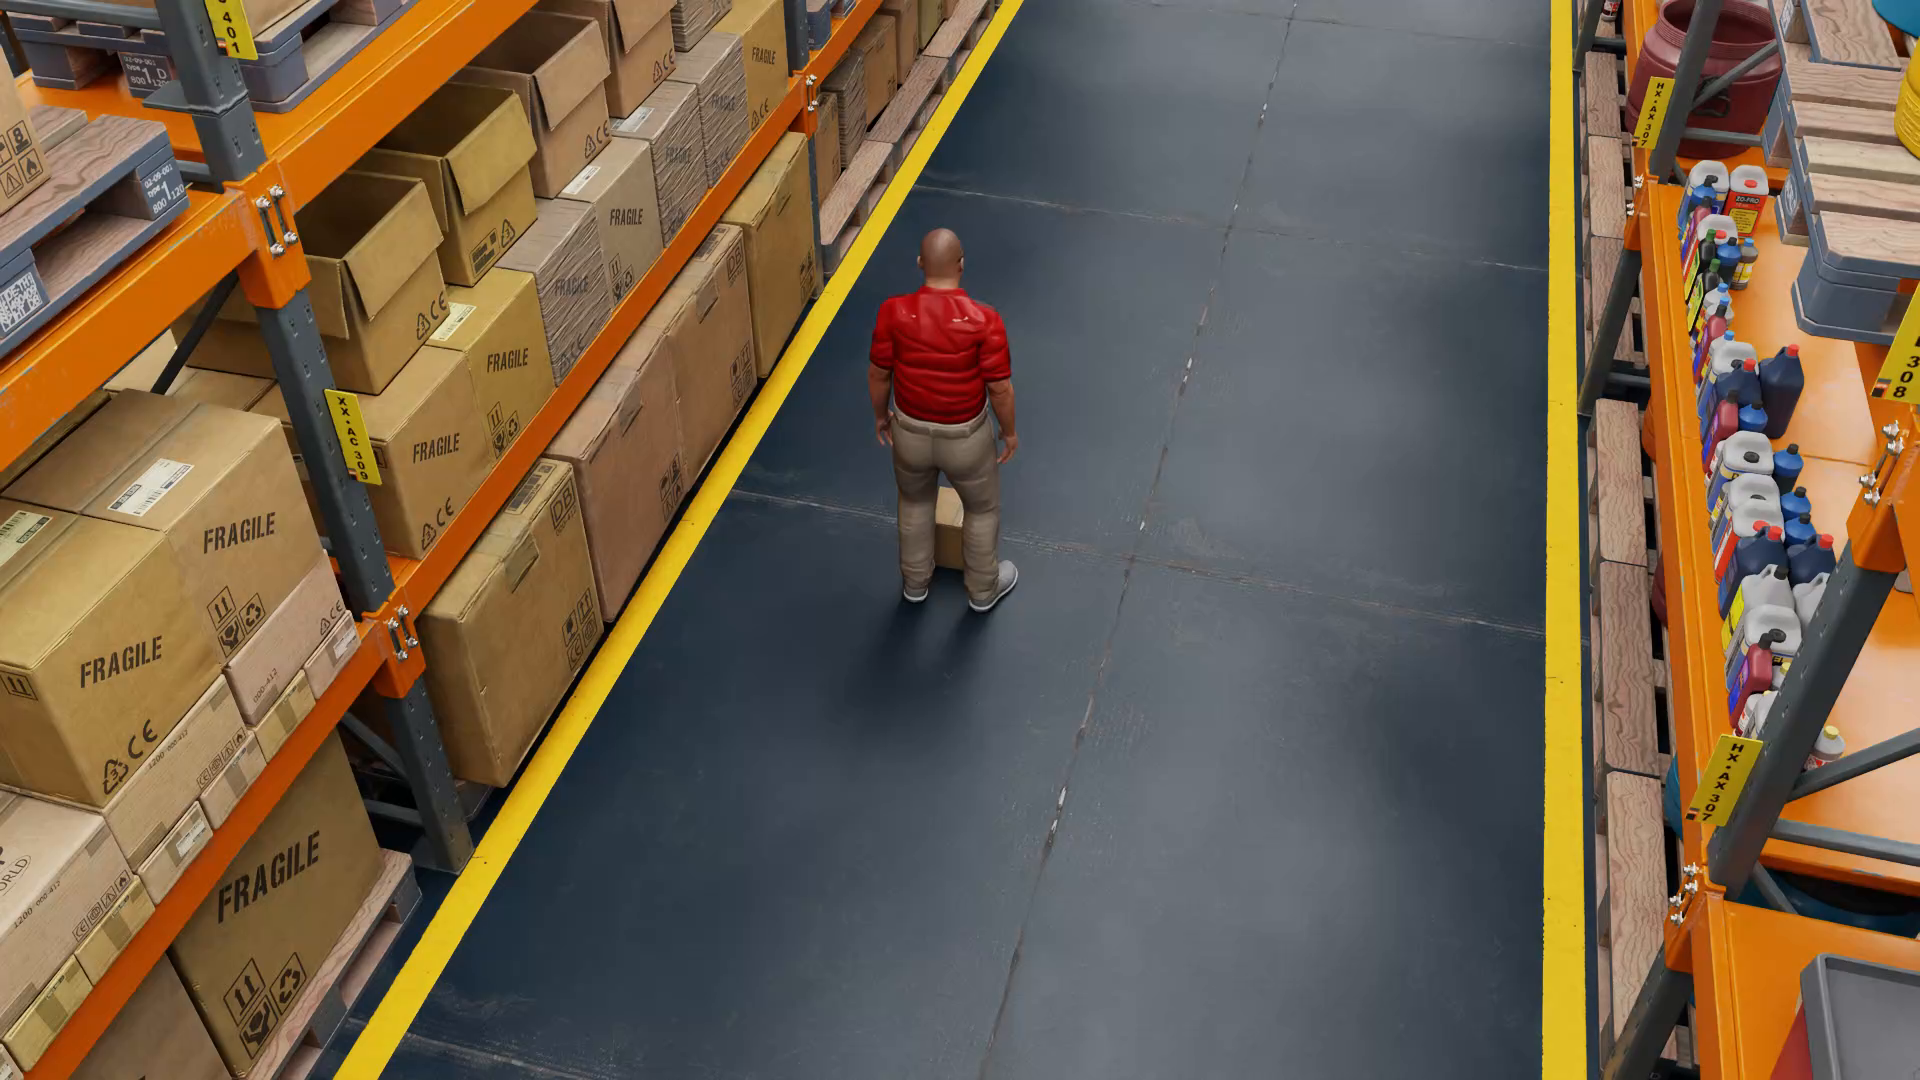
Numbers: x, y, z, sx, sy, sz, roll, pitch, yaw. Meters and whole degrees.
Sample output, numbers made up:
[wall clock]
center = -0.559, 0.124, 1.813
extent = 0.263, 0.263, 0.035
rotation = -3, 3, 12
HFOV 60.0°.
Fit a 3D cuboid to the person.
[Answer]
[person]
center = -0.063, -0.445, 6.685
extent = 0.593, 1.726, 0.387
rotation = 9, 42, 11
